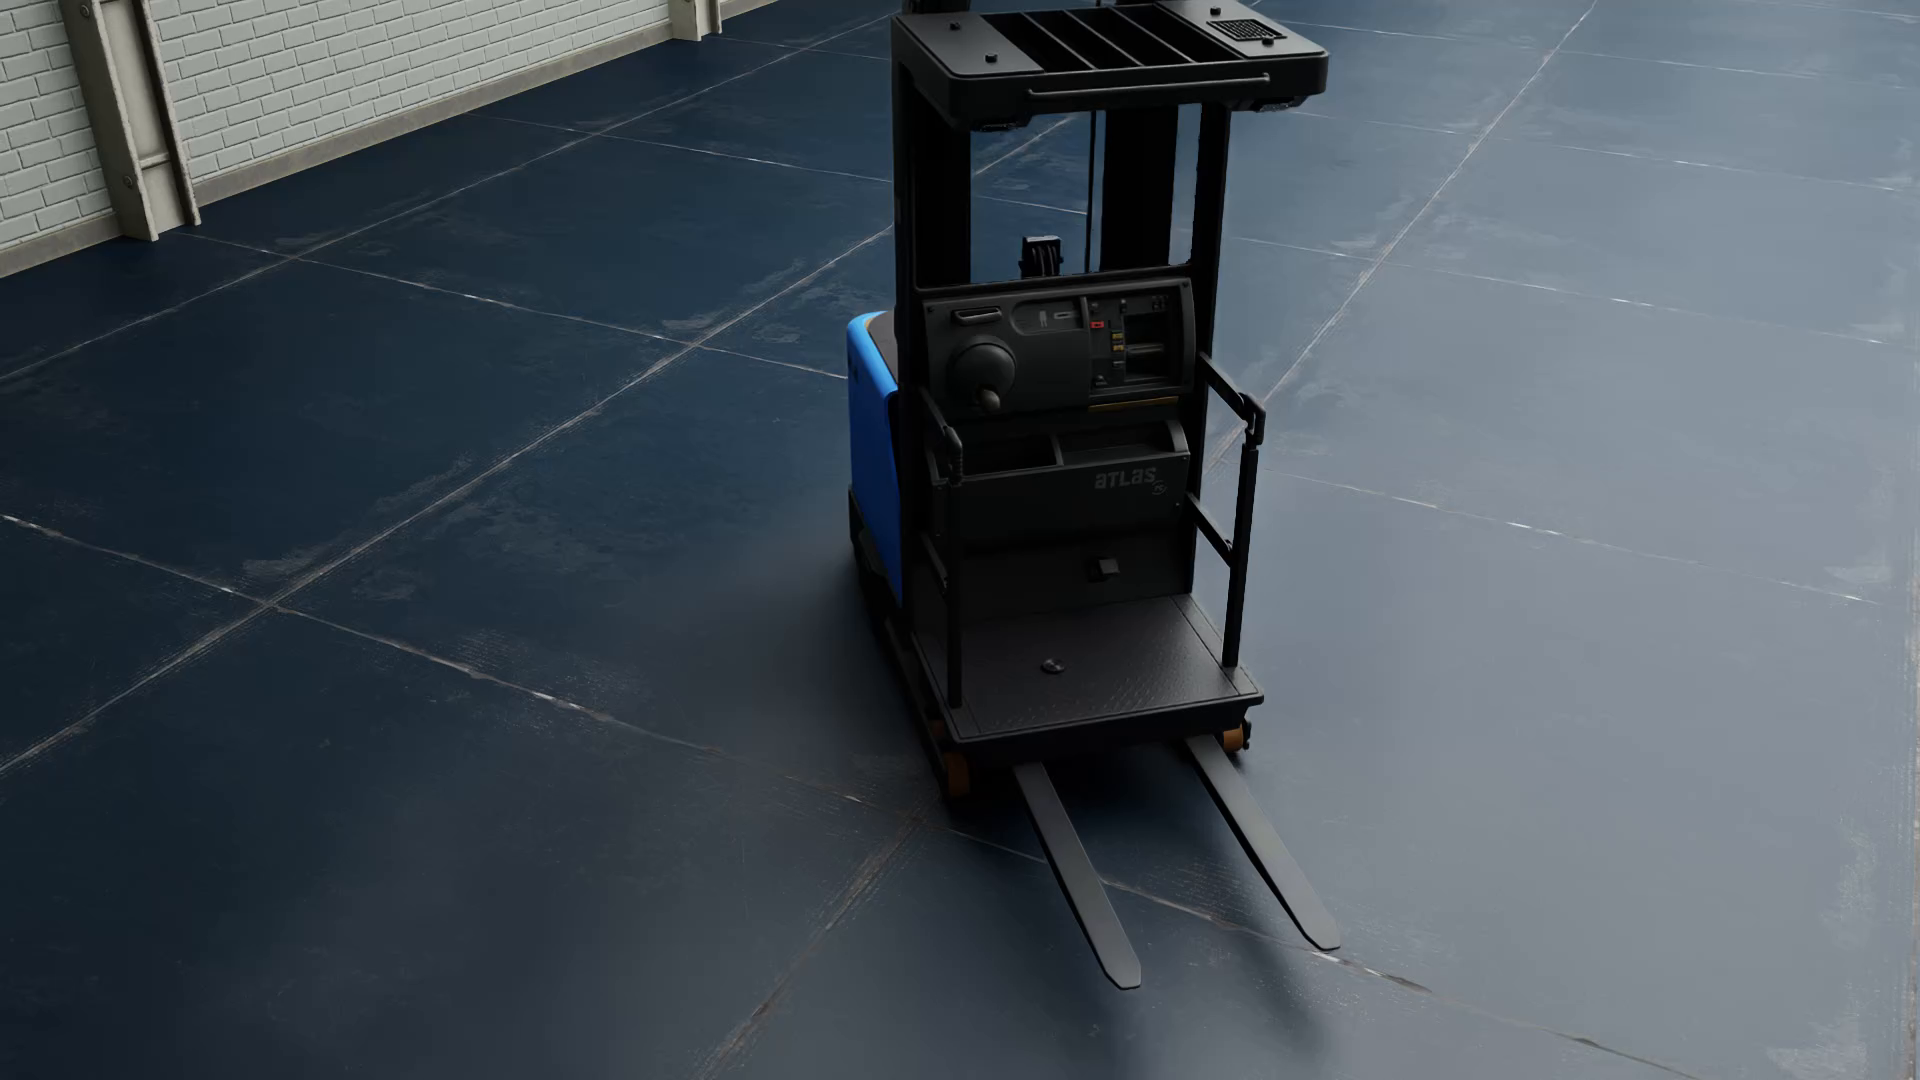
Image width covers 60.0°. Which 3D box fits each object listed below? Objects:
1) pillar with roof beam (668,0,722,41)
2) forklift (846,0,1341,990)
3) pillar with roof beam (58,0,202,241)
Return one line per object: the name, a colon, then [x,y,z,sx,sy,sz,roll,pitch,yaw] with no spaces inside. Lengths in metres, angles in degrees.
pillar with roof beam: [1.393,-7.602,11.451,9.100,9.000,0.400,14,33,23]
forklift: [0.392,-0.599,5.349,1.130,2.935,3.031,-7,31,-13]
pillar with roof beam: [-1.340,-4.942,6.819,9.100,9.000,0.400,14,33,23]
